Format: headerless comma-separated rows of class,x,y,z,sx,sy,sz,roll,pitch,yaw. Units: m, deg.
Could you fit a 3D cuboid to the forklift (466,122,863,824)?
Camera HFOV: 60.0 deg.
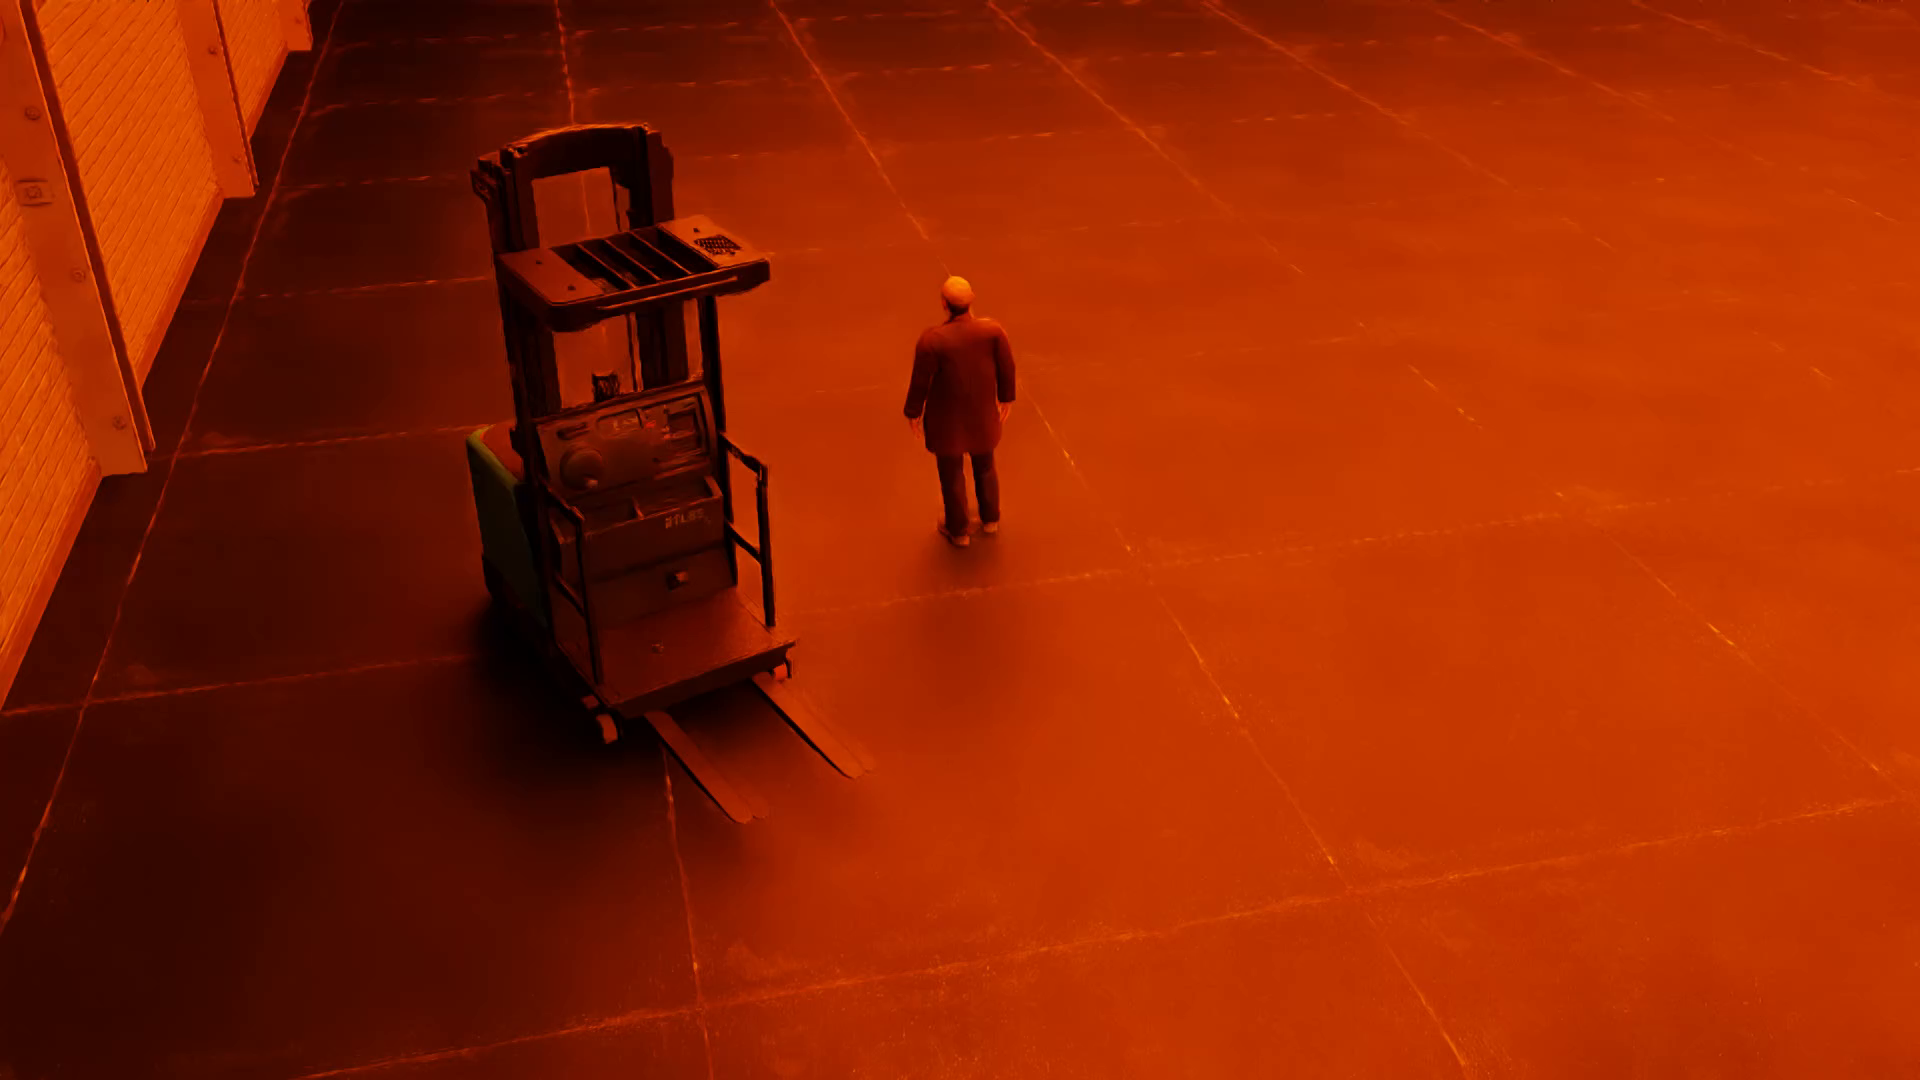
forklift,-1.583,-0.475,8.395,1.130,2.935,3.031,-18,35,-29

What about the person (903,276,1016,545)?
person,-0.017,-0.820,10.129,0.694,1.776,0.580,-7,31,-12
